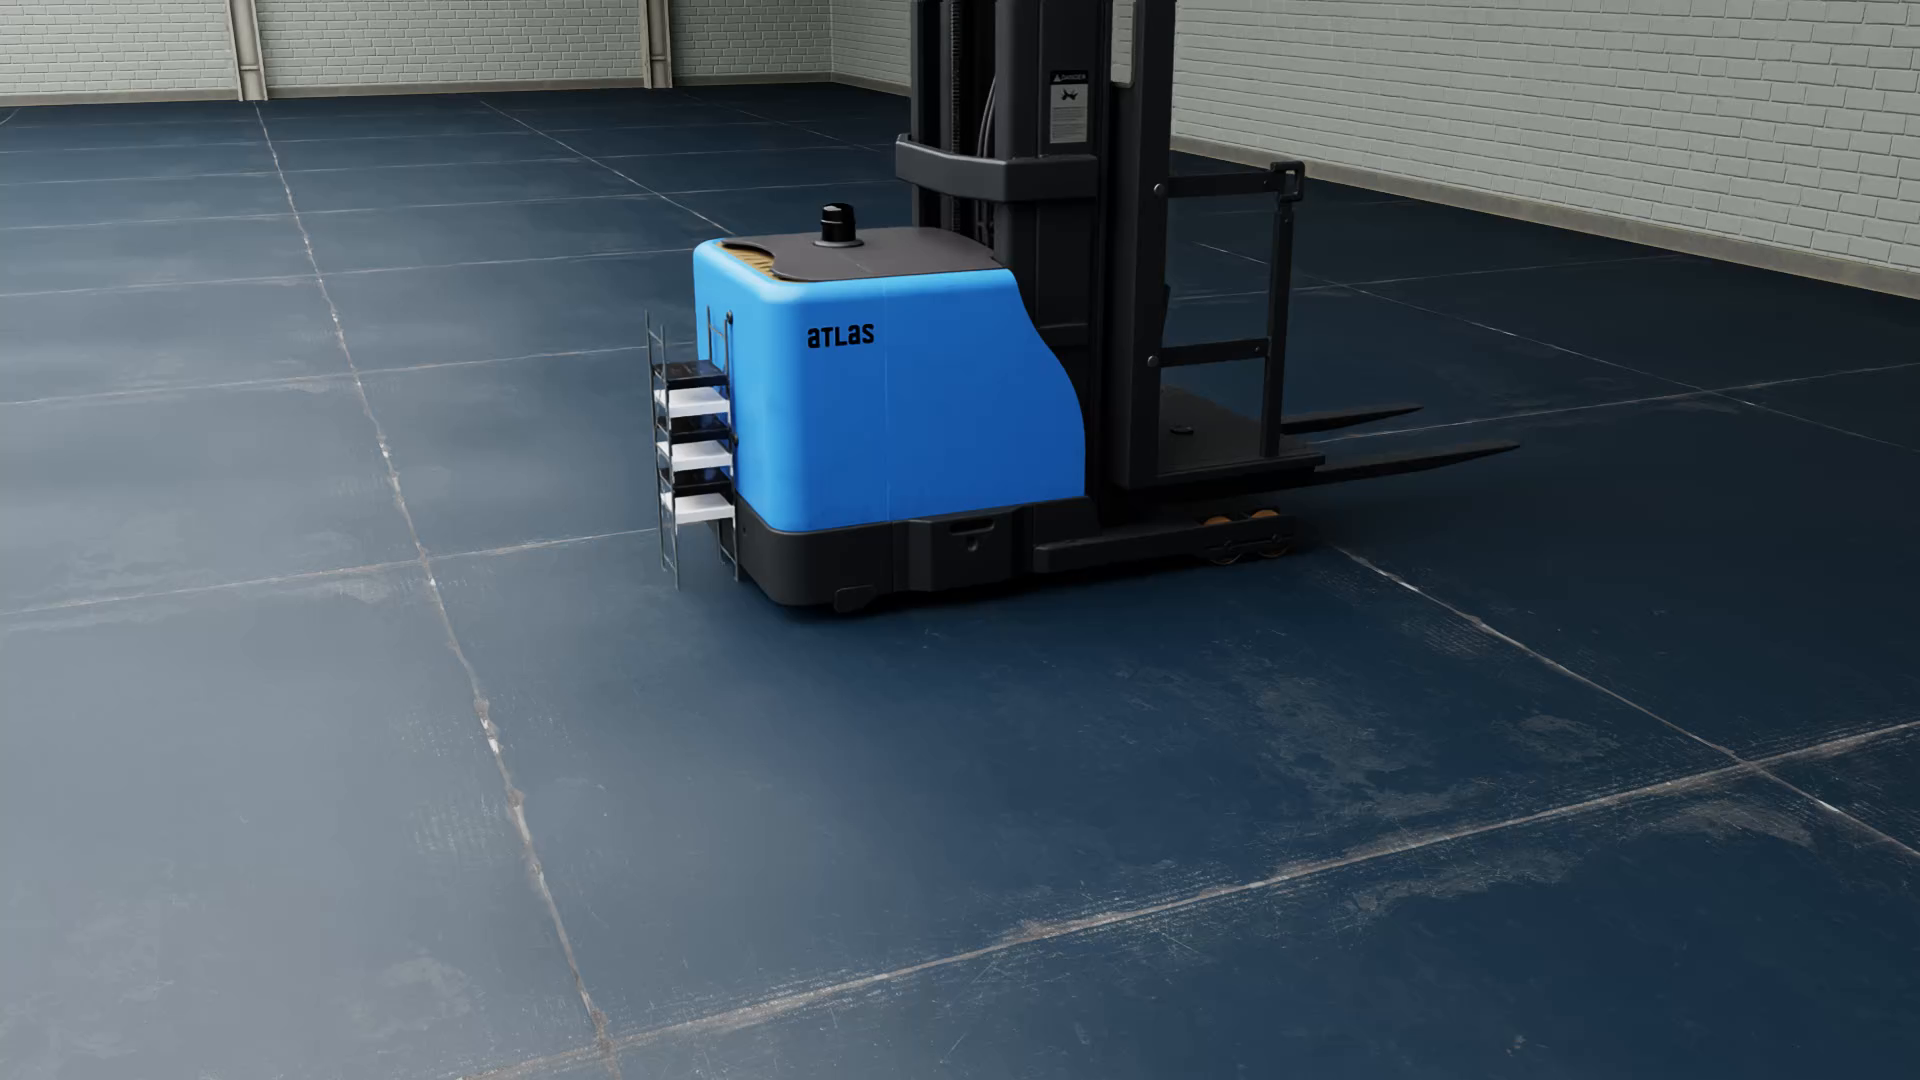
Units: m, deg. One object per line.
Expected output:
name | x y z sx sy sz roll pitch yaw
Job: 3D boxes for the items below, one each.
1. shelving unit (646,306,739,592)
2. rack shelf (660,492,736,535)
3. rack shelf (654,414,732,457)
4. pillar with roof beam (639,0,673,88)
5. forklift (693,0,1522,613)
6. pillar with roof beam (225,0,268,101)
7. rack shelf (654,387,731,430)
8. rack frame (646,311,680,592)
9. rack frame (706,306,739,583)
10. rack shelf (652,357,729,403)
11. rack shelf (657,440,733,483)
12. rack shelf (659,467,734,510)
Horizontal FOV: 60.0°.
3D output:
shelving unit | -0.887 -0.303 5.526 0.210 0.900 0.258 -8 21 -21
rack shelf | -0.887 -0.101 5.597 0.200 0.077 0.258 -8 21 -21
rack shelf | -0.887 -0.356 5.508 0.200 0.077 0.258 -8 21 -21
pillar with roof beam | -3.109 -10.155 21.313 0.400 9.000 9.100 -8 21 -22
forklift | 0.635 -1.449 5.723 3.031 2.935 1.130 -8 21 -21
pillar with roof beam | -8.619 -9.365 19.071 0.400 9.000 9.100 -8 21 -22
rack shelf | -0.887 -0.441 5.478 0.200 0.077 0.258 -8 21 -21
rack frame | -0.981 -0.290 5.490 0.006 0.900 0.240 -8 21 -21
rack frame | -0.793 -0.315 5.563 0.006 0.900 0.240 -8 21 -21
rack shelf | -0.887 -0.526 5.448 0.200 0.077 0.258 -8 21 -21
rack shelf | -0.887 -0.271 5.538 0.200 0.077 0.258 -8 21 -21
rack shelf | -0.887 -0.186 5.567 0.200 0.077 0.258 -8 21 -21
